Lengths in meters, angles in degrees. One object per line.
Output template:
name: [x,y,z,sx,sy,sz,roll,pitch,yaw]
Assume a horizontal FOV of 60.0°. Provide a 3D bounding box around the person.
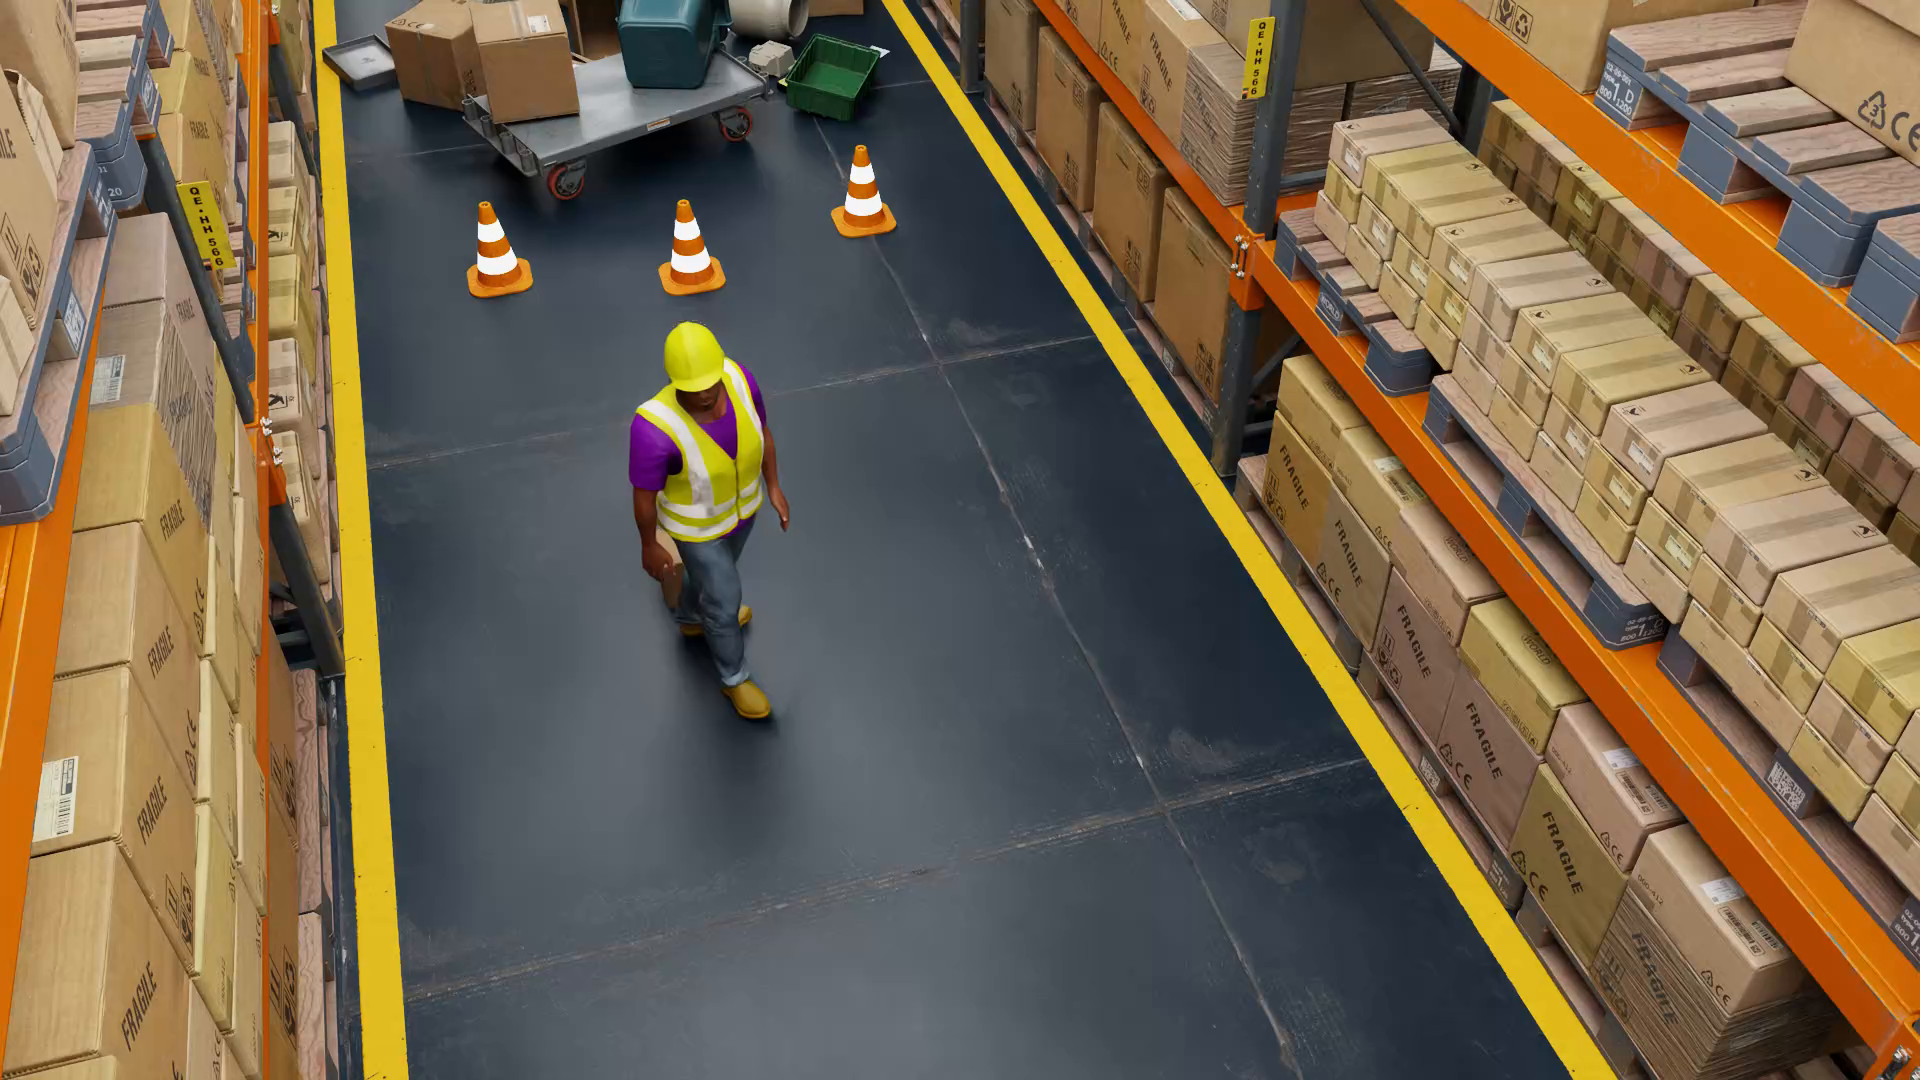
person: [-0.953,-0.105,6.265,0.640,1.765,0.592,27,49,27]
